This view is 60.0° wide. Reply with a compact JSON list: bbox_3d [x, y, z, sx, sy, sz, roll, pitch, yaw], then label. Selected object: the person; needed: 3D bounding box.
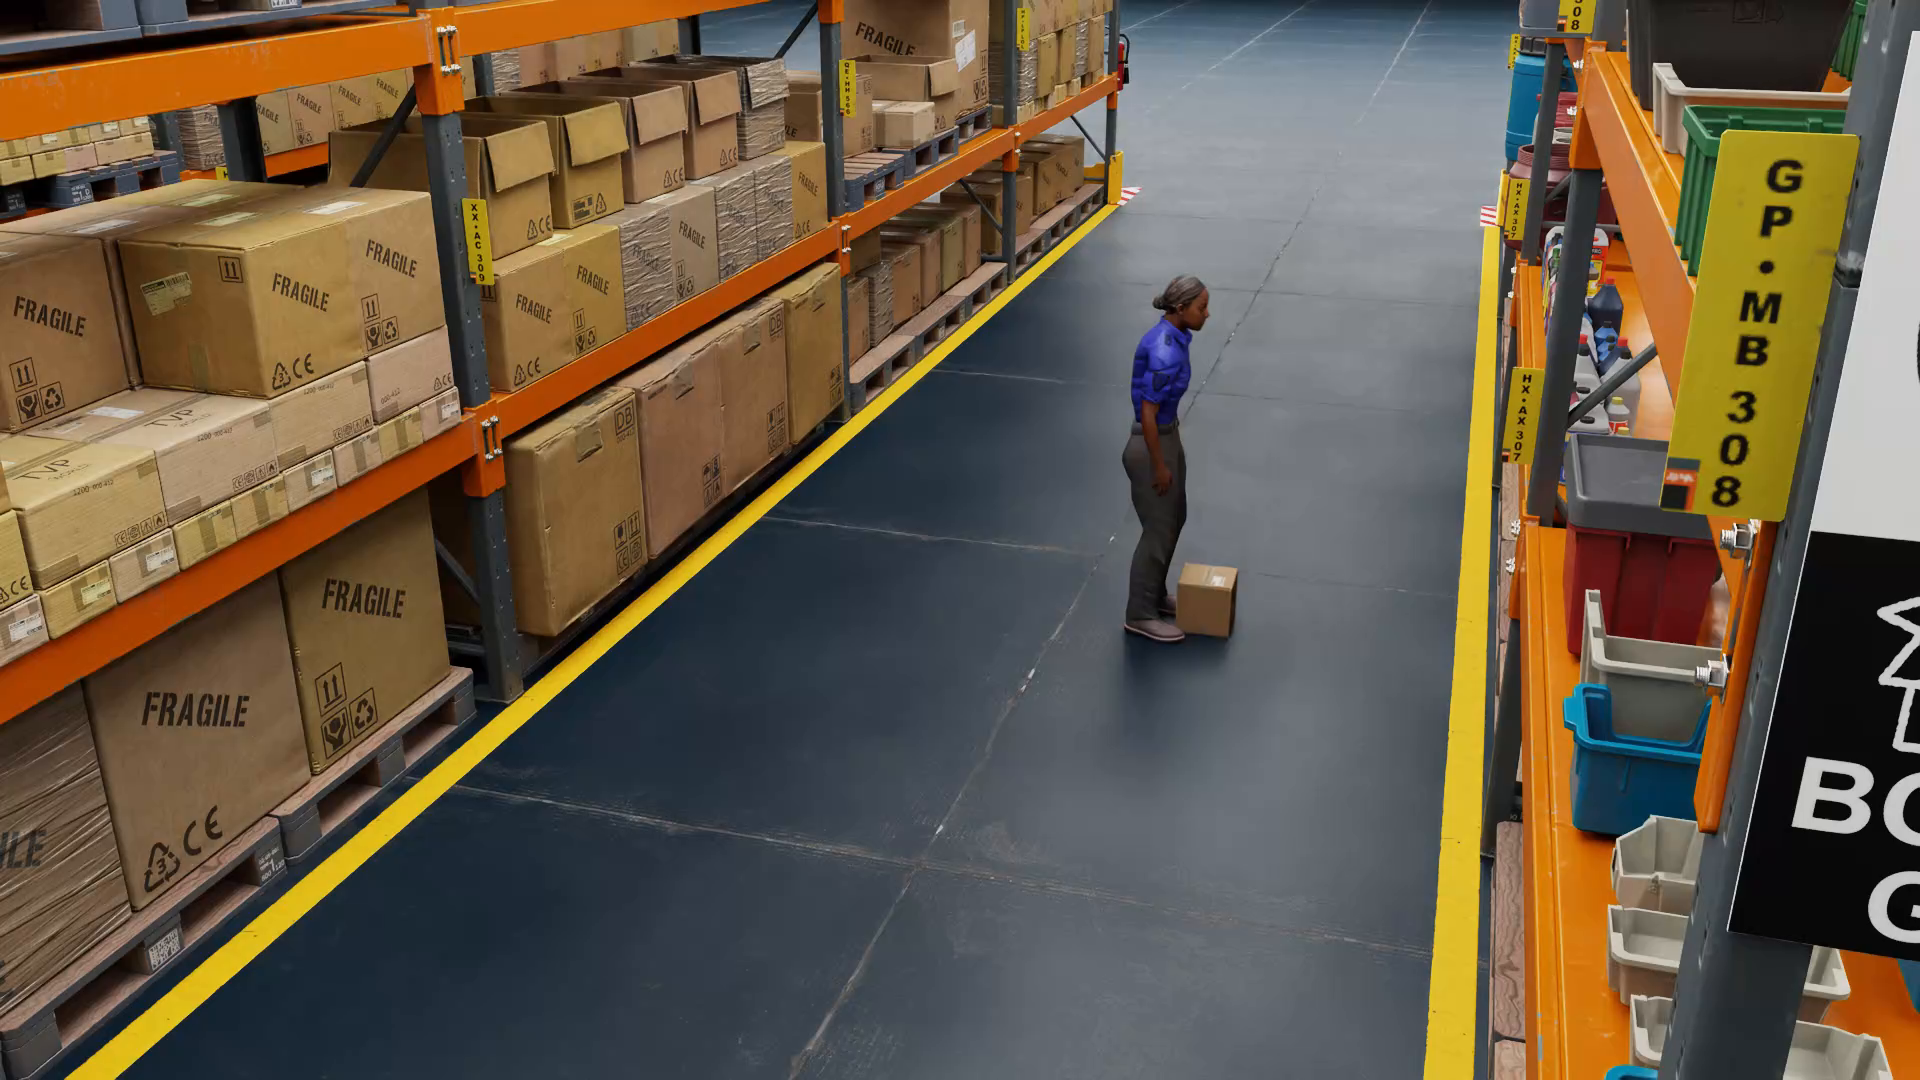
[{"bbox_3d":[0.921,-0.390,7.558,0.347,1.653,0.512,6,23,13],"label":"person"}]
